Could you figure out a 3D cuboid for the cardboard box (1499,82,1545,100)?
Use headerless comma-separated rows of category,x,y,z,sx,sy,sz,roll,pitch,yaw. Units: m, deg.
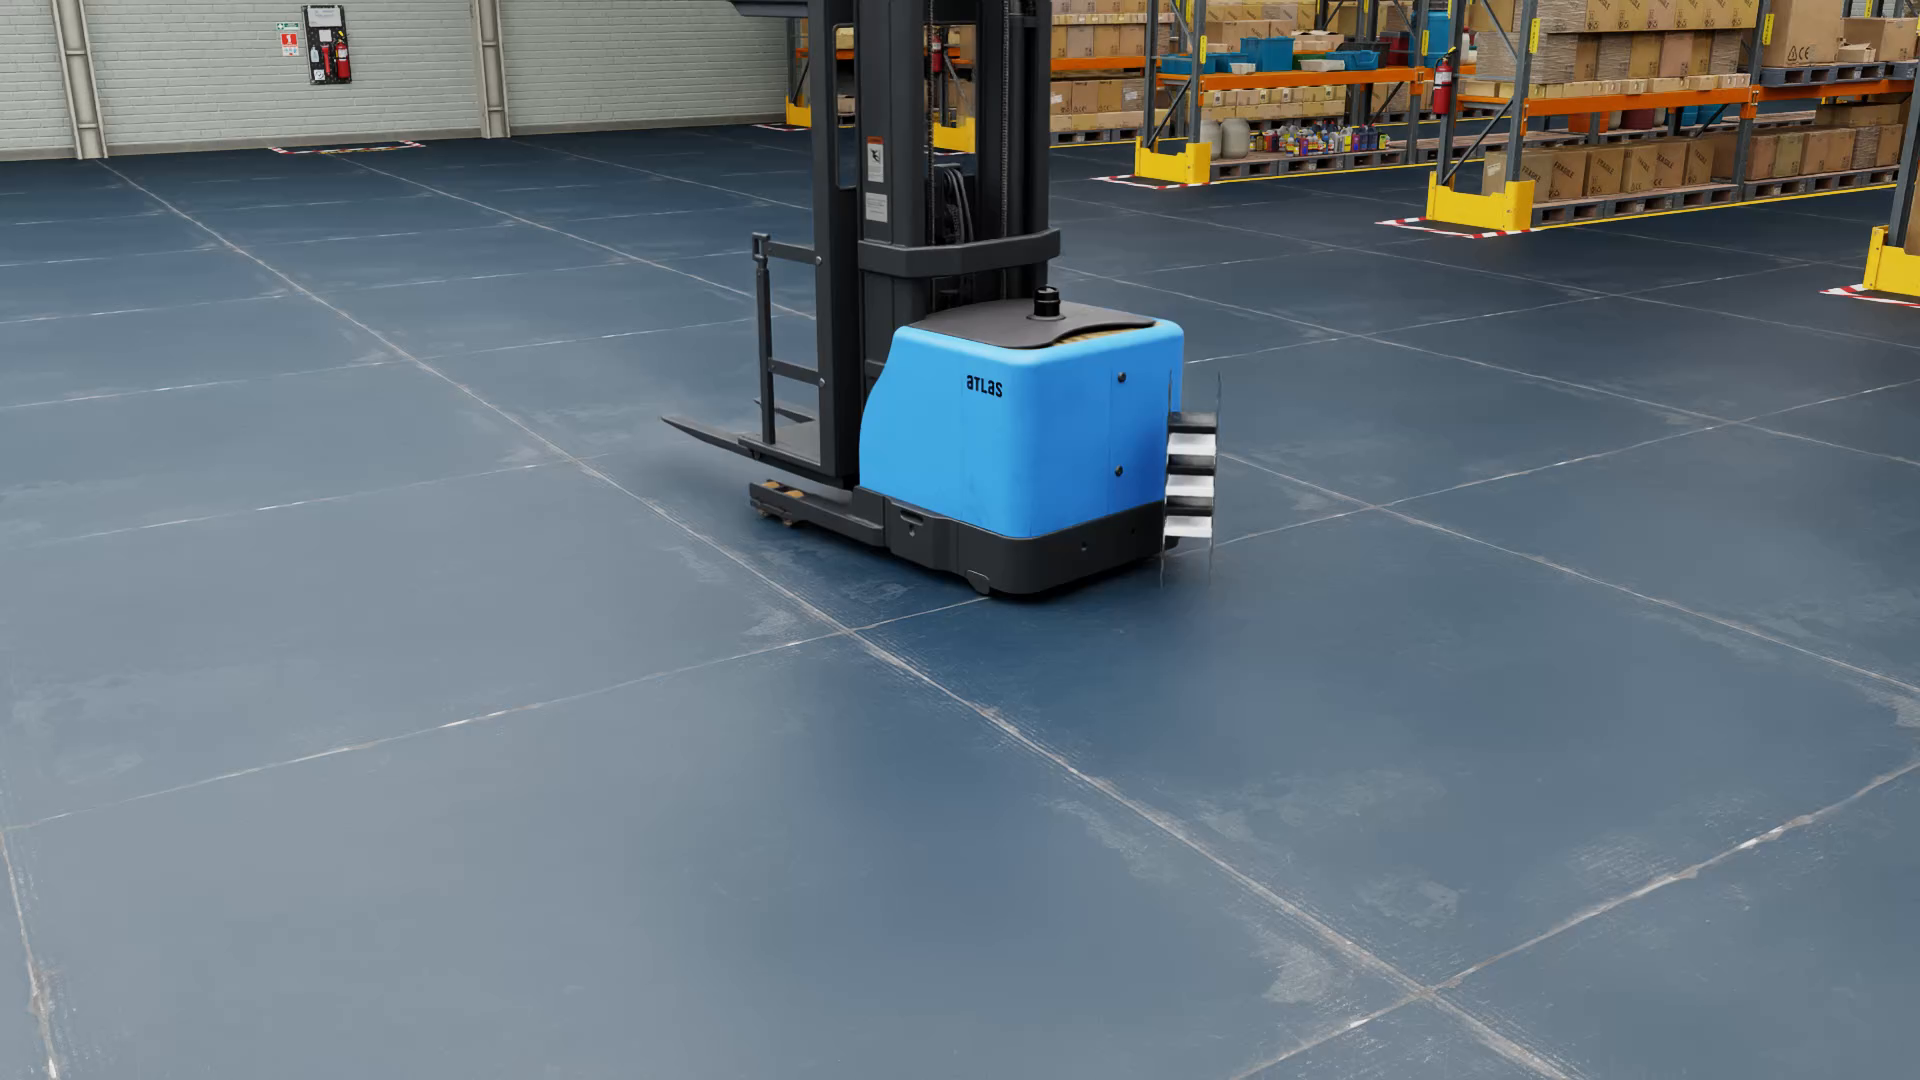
cardboard box,5.810,-4.643,17.188,0.250,0.149,0.380,-12,22,-31

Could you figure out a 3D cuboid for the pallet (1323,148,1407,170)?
pallet,5.474,-5.377,23.320,1.213,0.211,1.003,-12,22,-31

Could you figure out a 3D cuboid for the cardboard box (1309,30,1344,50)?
cardboard box,6.349,-8.741,29.055,0.500,0.311,0.500,-10,21,-28

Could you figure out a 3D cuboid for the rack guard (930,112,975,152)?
rack guard,-0.024,-6.238,25.415,0.348,0.500,1.175,-12,22,-31

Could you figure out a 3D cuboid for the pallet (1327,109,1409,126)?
pallet,7.322,-7.636,30.001,1.213,0.211,1.003,-12,22,-31

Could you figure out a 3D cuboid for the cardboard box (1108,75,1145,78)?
cardboard box,2.777,-7.384,27.371,0.500,0.500,0.500,-12,22,-31

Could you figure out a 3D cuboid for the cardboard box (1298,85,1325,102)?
cardboard box,5.945,-7.746,28.735,0.500,0.311,0.500,-12,22,-32

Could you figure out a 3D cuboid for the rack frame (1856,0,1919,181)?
rack frame,12.122,-6.185,21.356,0.127,3.000,1.000,-12,22,-31

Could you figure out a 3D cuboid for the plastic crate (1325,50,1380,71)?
plastic crate,5.283,-6.467,22.423,0.616,0.251,0.499,-12,22,-31

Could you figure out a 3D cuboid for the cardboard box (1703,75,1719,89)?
cardboard box,8.308,-5.175,18.762,0.250,0.149,0.380,-12,22,-31

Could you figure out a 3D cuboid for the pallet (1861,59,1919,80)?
pallet,11.586,-5.940,20.931,1.003,0.211,1.213,-12,22,-31

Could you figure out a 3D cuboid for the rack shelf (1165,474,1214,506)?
rack shelf,0.981,-0.223,7.105,0.200,0.077,0.258,3,19,8

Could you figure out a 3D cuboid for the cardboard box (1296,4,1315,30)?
cardboard box,7.043,-10.913,34.690,0.500,0.500,0.500,-12,22,-32

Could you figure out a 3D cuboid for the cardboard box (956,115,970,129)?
cardboard box,0.281,-6.496,25.914,0.500,0.250,0.500,-12,22,-31

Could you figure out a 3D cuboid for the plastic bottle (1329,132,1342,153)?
plastic bottle,5.110,-5.415,22.643,0.135,0.276,0.152,-11,22,-30

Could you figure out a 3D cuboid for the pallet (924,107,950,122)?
pallet,-0.952,-7.790,30.458,1.213,0.211,1.003,-12,22,-31

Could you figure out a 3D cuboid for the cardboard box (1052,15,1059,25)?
cardboard box,1.303,-7.975,25.481,0.250,0.149,0.380,-13,23,-33

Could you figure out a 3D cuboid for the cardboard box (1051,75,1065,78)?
cardboard box,1.618,-8.718,32.064,0.500,0.500,0.700,-12,22,-32

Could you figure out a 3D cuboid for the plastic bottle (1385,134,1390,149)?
plastic bottle,5.926,-5.541,23.133,0.097,0.201,0.097,0,19,0

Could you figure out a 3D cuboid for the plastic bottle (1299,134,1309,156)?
plastic bottle,4.602,-5.293,22.273,0.133,0.283,0.061,-11,22,-31

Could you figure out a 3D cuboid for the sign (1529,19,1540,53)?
sign,5.740,-5.041,16.620,0.005,0.325,0.100,-12,22,-31

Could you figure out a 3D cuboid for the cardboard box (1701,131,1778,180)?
cardboard box,9.306,-4.607,19.905,0.500,0.500,0.700,-14,23,-36

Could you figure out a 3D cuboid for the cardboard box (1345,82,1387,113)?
cardboard box,7.215,-7.863,29.537,0.500,0.500,0.500,-11,22,-29

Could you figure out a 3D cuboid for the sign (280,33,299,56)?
sign,-10.237,-7.570,25.398,0.234,0.329,0.001,-12,22,-31

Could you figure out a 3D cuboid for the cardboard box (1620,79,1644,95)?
cardboard box,7.116,-4.882,17.893,0.250,0.149,0.380,-12,22,-31

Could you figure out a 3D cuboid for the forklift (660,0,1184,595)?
forklift,-0.372,-1.555,7.769,1.130,2.935,3.031,-16,24,-39

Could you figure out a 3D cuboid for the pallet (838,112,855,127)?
pallet,-1.970,-7.577,29.826,1.213,0.211,1.003,-12,22,-31

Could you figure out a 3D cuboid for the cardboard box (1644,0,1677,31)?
cardboard box,7.303,-5.726,17.817,0.500,0.500,0.500,-12,22,-31

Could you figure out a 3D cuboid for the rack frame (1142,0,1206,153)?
rack frame,2.717,-6.101,21.107,0.127,3.000,1.000,-12,22,-31

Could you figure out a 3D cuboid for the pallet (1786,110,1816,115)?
pallet,15.370,-7.463,29.490,1.213,0.211,1.003,-12,22,-31

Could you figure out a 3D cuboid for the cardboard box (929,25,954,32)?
cardboard box,-0.456,-9.408,29.920,0.500,0.500,0.500,-13,22,-33

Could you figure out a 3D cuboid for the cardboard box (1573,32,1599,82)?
cardboard box,6.267,-5.174,17.745,0.500,0.500,0.875,-12,22,-31

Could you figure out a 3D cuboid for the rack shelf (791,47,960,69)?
rack shelf,-1.061,-8.762,30.102,4.000,0.370,1.077,-12,22,-31

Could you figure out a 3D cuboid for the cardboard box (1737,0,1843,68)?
cardboard box,9.522,-6.066,19.412,1.000,1.000,1.000,-12,22,-31

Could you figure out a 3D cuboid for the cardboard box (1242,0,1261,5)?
cardboard box,5.757,-10.999,33.774,0.500,0.250,0.500,-12,22,-33

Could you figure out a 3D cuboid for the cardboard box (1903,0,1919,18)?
cardboard box,12.742,-6.832,21.547,0.637,0.503,0.797,-11,22,-30

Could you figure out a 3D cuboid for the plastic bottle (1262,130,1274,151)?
plastic bottle,4.235,-5.497,22.886,0.135,0.276,0.152,-12,22,-31

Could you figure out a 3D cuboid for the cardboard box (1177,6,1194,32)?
cardboard box,4.496,-10.375,33.097,0.500,0.500,0.500,-11,22,-30

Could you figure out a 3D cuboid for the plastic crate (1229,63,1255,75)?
plastic crate,3.641,-6.047,21.361,0.250,0.136,0.298,-12,22,-31

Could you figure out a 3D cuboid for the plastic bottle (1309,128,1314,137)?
plastic bottle,4.895,-5.621,23.260,0.097,0.271,0.097,0,19,0

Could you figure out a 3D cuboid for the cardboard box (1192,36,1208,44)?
cardboard box,3.970,-8.271,27.737,0.258,0.266,0.396,-13,22,-33

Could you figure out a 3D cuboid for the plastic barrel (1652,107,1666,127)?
plastic barrel,11.163,-6.943,26.828,0.421,0.512,0.421,0,19,0

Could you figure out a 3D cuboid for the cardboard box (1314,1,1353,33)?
cardboard box,7.752,-11.098,35.419,0.700,0.700,0.980,-12,22,-31

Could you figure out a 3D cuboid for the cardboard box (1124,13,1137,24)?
cardboard box,2.583,-8.244,26.277,0.250,0.149,0.380,-12,22,-32

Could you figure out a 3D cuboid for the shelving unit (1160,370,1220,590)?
shelving unit,0.981,-0.255,7.094,0.210,0.900,0.258,3,19,8

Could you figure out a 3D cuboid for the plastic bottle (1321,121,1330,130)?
plastic bottle,5.155,-5.728,23.452,0.185,0.351,0.144,-11,22,-30

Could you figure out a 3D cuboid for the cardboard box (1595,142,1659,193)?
cardboard box,7.476,-4.202,18.738,0.500,0.500,0.500,-14,23,-36

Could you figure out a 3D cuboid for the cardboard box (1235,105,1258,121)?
cardboard box,4.668,-7.214,28.036,0.500,0.250,0.500,-13,22,-33

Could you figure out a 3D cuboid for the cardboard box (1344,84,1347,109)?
cardboard box,7.329,-8.087,30.199,0.500,0.500,0.500,-11,22,-29

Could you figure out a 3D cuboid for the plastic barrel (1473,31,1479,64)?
plastic barrel,7.590,-7.109,23.876,0.433,0.535,0.433,0,19,0

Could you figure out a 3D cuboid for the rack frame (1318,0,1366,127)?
rack frame,6.677,-8.835,29.196,0.127,3.000,1.000,-12,22,-31

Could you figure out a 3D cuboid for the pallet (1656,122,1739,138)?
pallet,12.072,-6.769,27.436,1.213,0.211,1.003,-12,22,-31

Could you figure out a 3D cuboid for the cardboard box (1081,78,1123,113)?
cardboard box,2.230,-7.068,26.435,0.500,0.500,0.500,-12,22,-31

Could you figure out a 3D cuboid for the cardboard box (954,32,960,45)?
cardboard box,-0.041,-9.144,30.310,0.500,0.250,0.500,-12,22,-31

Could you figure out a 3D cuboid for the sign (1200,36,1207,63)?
sign,3.016,-6.084,20.625,0.005,0.325,0.100,-12,22,-31

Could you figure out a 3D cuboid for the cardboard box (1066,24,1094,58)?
cardboard box,1.684,-7.826,26.053,0.500,0.500,0.700,-11,22,-30
